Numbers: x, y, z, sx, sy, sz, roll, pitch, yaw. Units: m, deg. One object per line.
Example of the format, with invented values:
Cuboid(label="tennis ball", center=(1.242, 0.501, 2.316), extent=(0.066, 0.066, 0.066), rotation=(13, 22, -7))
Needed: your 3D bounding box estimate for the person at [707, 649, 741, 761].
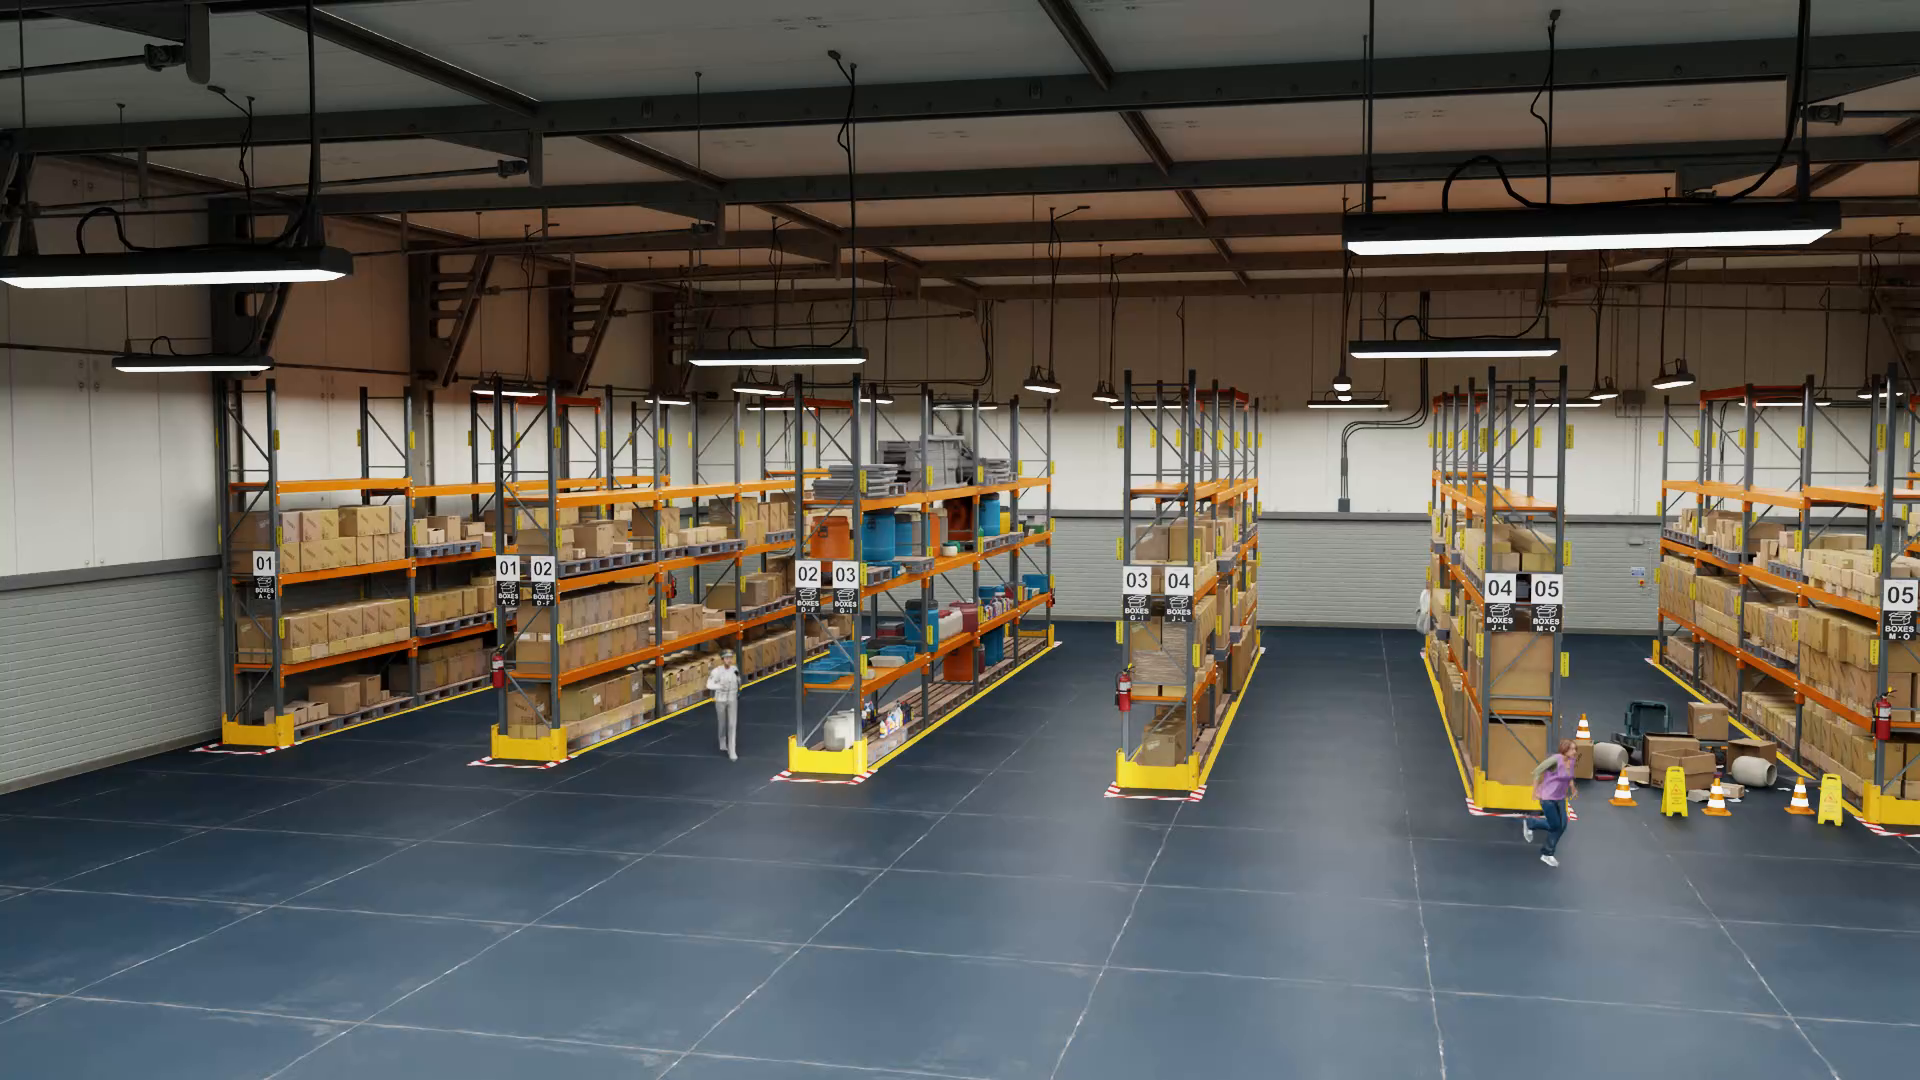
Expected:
Cuboid(label="person", center=(-3.723, 2.578, 26.316), extent=(0.588, 1.732, 0.847), rotation=(-1, 4, -19))

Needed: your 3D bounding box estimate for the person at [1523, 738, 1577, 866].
Cuboid(label="person", center=(6.998, 3.076, 19.726), extent=(0.532, 1.537, 0.708), rotation=(-2, 4, -33))

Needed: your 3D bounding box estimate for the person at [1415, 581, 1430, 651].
Cuboid(label="person", center=(11.163, 1.766, 39.523), extent=(0.601, 1.733, 0.686), rotation=(-2, 4, -27))
